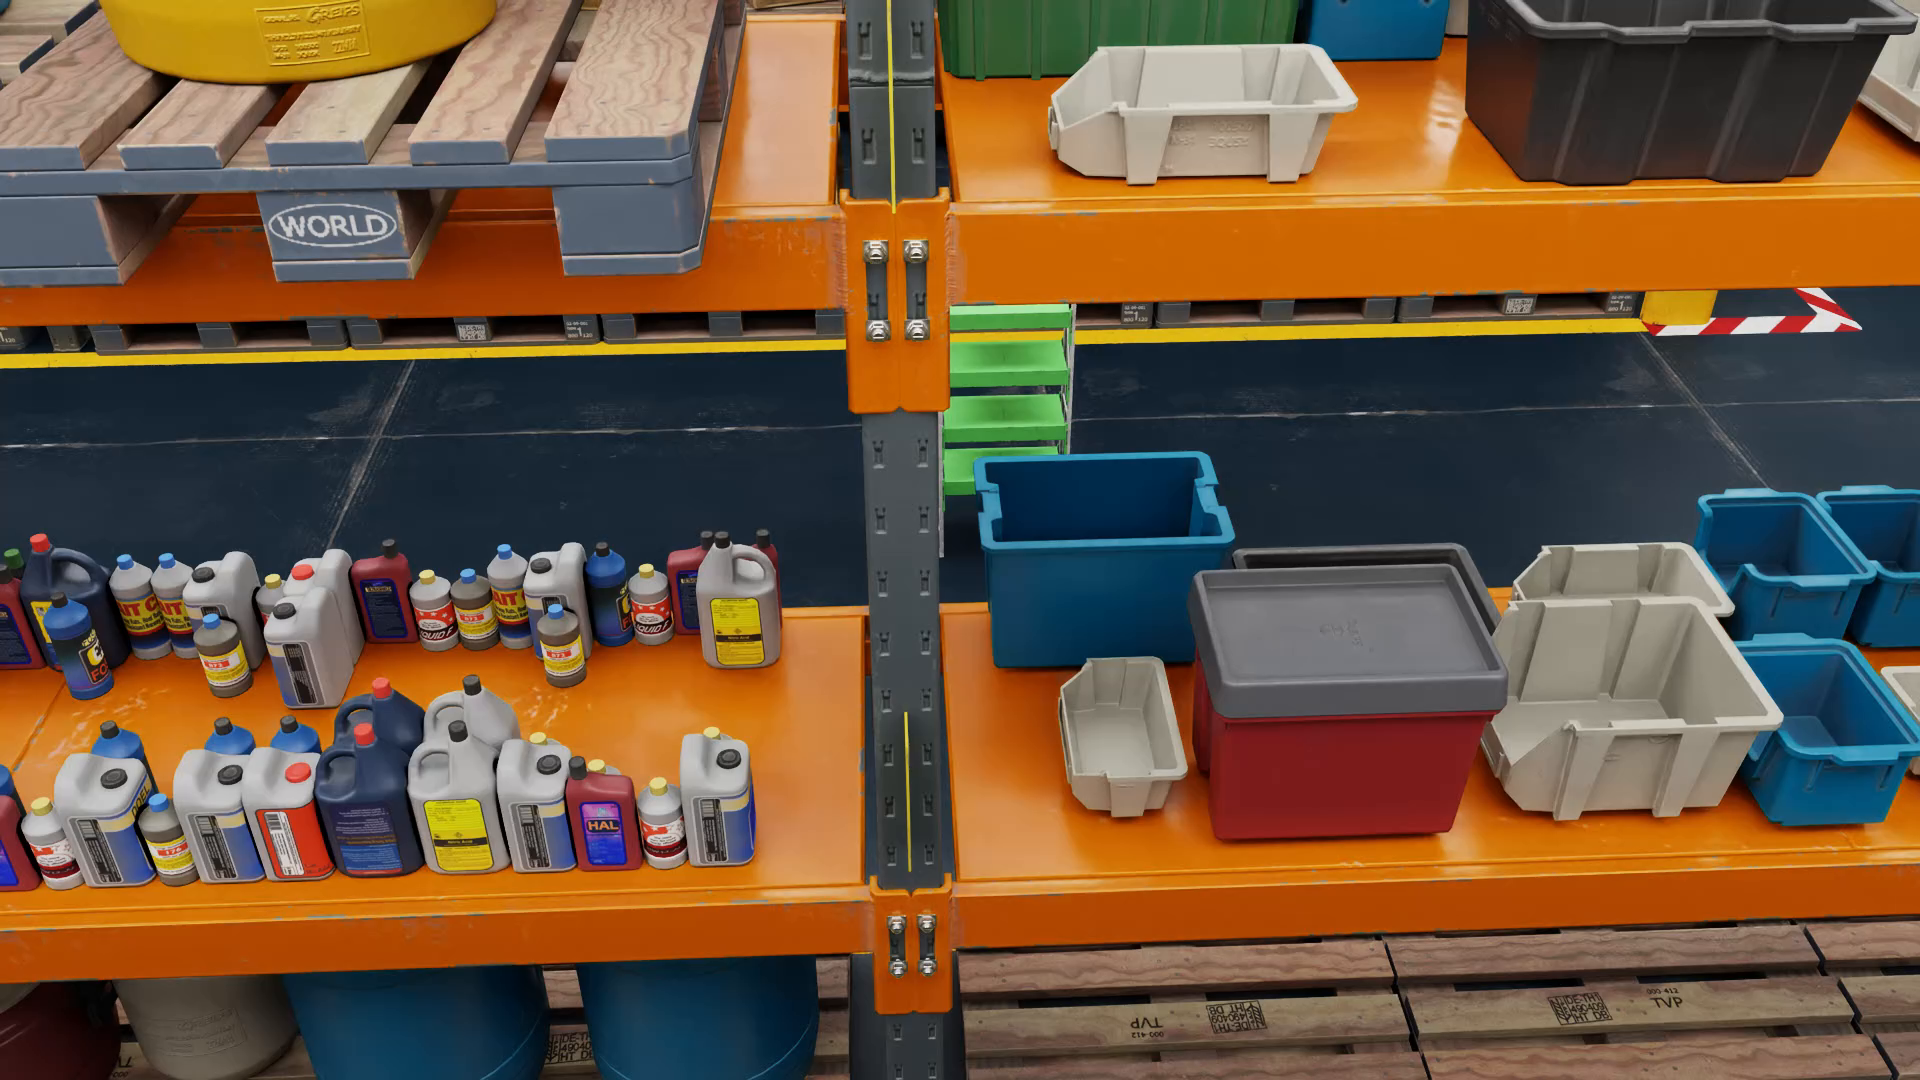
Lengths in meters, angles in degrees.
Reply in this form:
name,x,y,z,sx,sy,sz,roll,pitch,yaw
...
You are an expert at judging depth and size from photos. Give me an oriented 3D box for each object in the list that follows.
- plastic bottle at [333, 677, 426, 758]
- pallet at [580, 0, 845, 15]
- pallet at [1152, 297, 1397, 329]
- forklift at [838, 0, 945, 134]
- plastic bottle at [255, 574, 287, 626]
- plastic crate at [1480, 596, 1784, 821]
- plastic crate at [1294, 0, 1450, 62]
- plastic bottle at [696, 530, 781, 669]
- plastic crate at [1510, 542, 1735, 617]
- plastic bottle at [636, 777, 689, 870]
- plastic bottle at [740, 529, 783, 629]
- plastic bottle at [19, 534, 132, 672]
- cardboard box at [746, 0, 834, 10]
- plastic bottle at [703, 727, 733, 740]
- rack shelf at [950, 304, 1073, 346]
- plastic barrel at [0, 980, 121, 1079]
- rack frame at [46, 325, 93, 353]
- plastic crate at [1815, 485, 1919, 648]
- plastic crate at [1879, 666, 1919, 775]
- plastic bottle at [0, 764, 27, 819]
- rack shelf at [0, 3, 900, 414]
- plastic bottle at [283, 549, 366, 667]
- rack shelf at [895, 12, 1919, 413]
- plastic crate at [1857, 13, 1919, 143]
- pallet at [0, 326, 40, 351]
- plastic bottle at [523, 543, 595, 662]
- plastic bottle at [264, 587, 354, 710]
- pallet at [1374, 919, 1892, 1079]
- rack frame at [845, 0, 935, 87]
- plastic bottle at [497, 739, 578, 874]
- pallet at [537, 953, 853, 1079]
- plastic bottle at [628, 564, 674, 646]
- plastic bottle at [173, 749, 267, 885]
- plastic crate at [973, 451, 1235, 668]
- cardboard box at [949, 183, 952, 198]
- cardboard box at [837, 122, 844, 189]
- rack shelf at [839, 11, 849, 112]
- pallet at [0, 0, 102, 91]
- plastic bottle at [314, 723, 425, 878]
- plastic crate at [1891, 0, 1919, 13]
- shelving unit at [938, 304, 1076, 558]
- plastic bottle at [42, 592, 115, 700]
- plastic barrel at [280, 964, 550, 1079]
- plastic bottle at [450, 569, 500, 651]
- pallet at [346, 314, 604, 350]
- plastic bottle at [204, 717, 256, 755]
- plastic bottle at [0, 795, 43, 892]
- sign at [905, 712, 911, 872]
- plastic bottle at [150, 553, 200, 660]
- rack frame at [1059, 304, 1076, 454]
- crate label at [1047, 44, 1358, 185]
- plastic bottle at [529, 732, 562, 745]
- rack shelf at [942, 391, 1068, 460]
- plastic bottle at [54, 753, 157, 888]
name,x,y,z,sx,sy,sz,roll,pitch,yaw
plastic bottle,-1.218,0.438,3.524,0.185,0.351,0.144,-2,35,-2
pallet,-1.158,-2.493,7.885,1.213,0.211,1.003,-2,35,-2
pallet,1.553,-1.437,8.642,1.213,0.211,1.003,-2,35,-2
forklift,-0.604,-4.037,10.007,3.031,2.935,1.130,9,36,13
plastic bottle,-1.646,0.174,4.037,0.097,0.201,0.097,0,35,0
plastic crate,1.410,0.372,3.628,0.530,0.282,0.437,-2,35,-2
plastic crate,0.771,-1.086,3.195,0.300,0.233,0.416,-2,35,-2
plastic bottle,-0.531,0.131,3.969,0.185,0.351,0.144,-2,35,-2
plastic crate,1.602,0.150,4.076,0.466,0.136,0.293,-2,35,-2
plastic bottle,-0.616,0.579,3.452,0.097,0.201,0.097,0,35,0
plastic bottle,-0.510,0.099,4.073,0.133,0.283,0.061,-2,35,-2
plastic bottle,-2.115,0.139,3.957,0.185,0.351,0.144,-2,35,-2
cardboard box,-0.838,-2.860,7.790,0.500,0.500,0.700,-13,37,-18
plastic bottle,-0.526,0.490,3.581,0.097,0.201,0.097,0,35,0
rack shelf,0.165,-0.840,6.178,0.480,0.148,0.258,-2,35,-2
plastic barrel,-2.503,1.157,4.192,0.708,0.588,0.600,-2,35,-2
rack frame,-4.350,-2.424,7.617,0.127,3.000,1.000,-2,35,-2
plastic crate,2.295,0.075,4.099,0.300,0.233,0.416,-2,35,-2
plastic crate,2.204,0.425,3.680,0.250,0.136,0.298,-2,35,-2
plastic bottle,-1.987,0.552,3.429,0.097,0.271,0.097,0,35,0
rack shelf,-2.121,-0.600,2.977,4.000,0.370,1.077,-2,35,-2
plastic bottle,-1.529,0.156,3.998,0.135,0.276,0.152,-2,35,-2
rack shelf,1.874,-0.707,3.133,4.000,0.370,1.077,-2,35,-2
plastic crate,1.820,-0.752,2.797,0.530,0.136,0.437,-2,35,-2
pallet,-5.174,-1.277,8.410,1.213,0.211,1.003,-2,35,-2
plastic bottle,-0.969,0.141,4.020,0.135,0.276,0.152,-2,35,-2
plastic bottle,-1.522,0.242,3.873,0.135,0.276,0.152,-2,35,-2
pallet,1.831,1.354,4.608,1.213,0.211,1.003,-2,35,-2
rack frame,-0.124,-2.183,1.996,0.127,3.000,1.000,-2,35,-2
plastic bottle,-0.867,0.539,3.444,0.135,0.276,0.152,-2,35,-2
pallet,-0.896,1.428,4.501,1.213,0.211,1.003,-2,35,-2
plastic bottle,-0.758,0.150,4.072,0.097,0.201,0.097,0,35,0
plastic bottle,-1.505,0.557,3.419,0.135,0.276,0.152,-2,35,-2
plastic crate,0.327,0.060,3.989,0.575,0.384,0.392,-2,35,-2
cardboard box,0.201,-1.861,8.614,0.500,0.500,0.500,-2,35,-2
cardboard box,-0.849,-1.810,8.540,0.500,0.500,0.500,-3,35,-4
rack shelf,-2.352,-2.182,7.899,4.000,0.370,1.077,-2,35,-2
pallet,-2.035,-0.763,2.746,1.213,0.211,1.003,-2,35,-2
plastic bottle,-1.211,0.520,3.406,0.185,0.351,0.144,-2,35,-2
plastic crate,1.643,-1.124,3.207,0.530,0.282,0.437,-2,35,-2
shelving unit,0.165,-0.498,6.415,0.503,1.200,0.258,-2,35,-2
plastic bottle,-2.065,0.239,3.882,0.097,0.271,0.097,0,35,0
plastic barrel,-1.375,0.998,4.146,0.708,0.901,0.600,-2,35,-2
plastic bottle,-1.184,0.162,4.055,0.097,0.201,0.097,0,35,0
pallet,-2.387,-1.307,8.453,1.213,0.211,1.003,-2,35,-2
plastic bottle,-1.530,0.488,3.522,0.097,0.271,0.097,0,35,0
plastic bottle,-1.966,0.592,3.361,0.133,0.283,0.061,-2,35,-2
sign,-0.099,0.483,3.173,0.005,0.325,0.100,-2,35,-2
plastic bottle,-1.878,0.152,4.008,0.097,0.271,0.097,0,35,0
rack frame,0.409,-0.504,6.424,0.015,1.200,0.240,-2,35,-2
crate label,0.379,-0.690,2.707,0.466,0.136,0.293,-2,35,-2
plastic bottle,-0.891,0.500,3.567,0.097,0.201,0.097,0,35,0
rack shelf,0.165,-0.445,6.451,0.480,0.148,0.258,-2,35,-2
plastic bottle,-1.737,0.563,3.410,0.135,0.276,0.152,-2,35,-2
